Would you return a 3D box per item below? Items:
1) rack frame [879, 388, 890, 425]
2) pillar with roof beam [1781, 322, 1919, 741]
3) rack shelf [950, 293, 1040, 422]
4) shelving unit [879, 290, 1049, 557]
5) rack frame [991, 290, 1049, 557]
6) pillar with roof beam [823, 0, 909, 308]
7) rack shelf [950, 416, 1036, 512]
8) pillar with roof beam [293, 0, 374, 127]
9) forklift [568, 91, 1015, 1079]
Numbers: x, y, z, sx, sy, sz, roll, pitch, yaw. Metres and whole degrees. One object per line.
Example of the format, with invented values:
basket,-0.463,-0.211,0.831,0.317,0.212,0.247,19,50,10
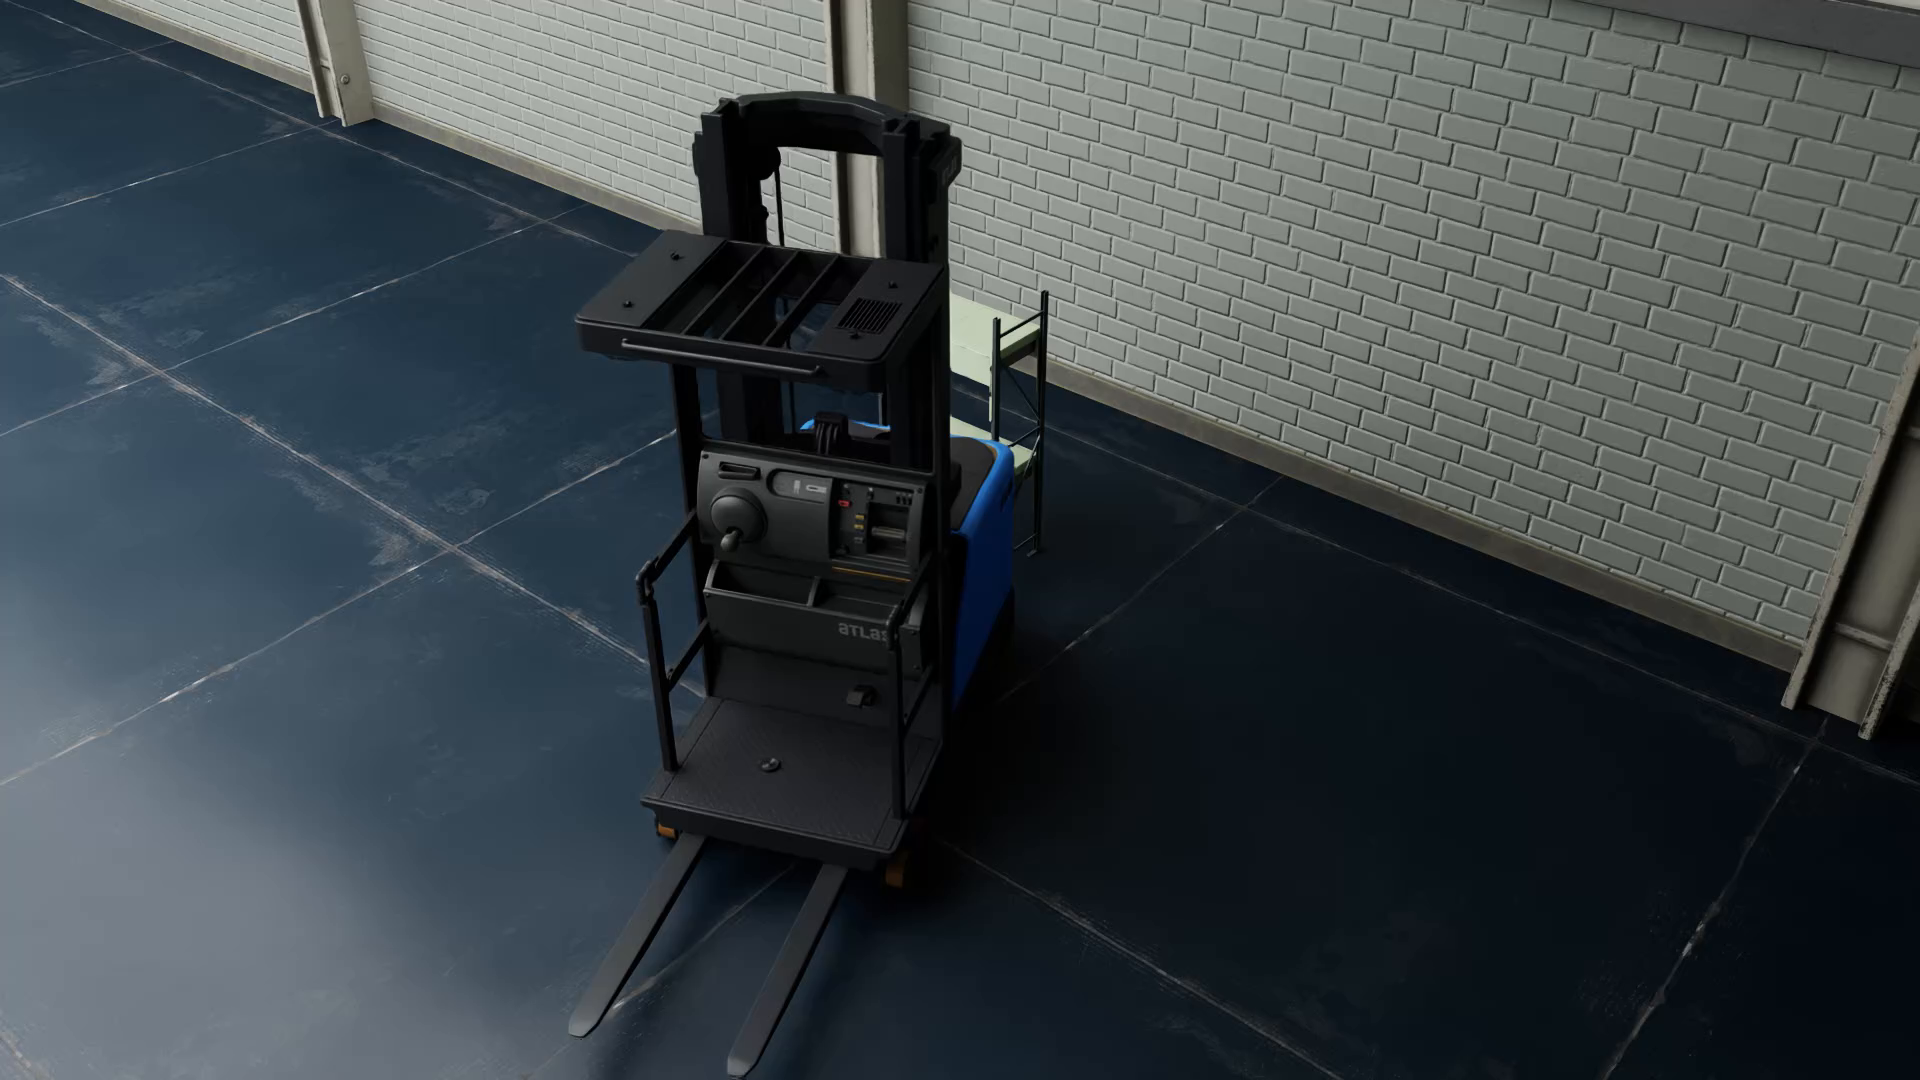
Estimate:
rack frame,-0.276,-0.748,8.597,0.023,1.500,0.400,25,42,32
pillar with roof beam,1.305,-1.066,2.436,0.400,9.000,9.100,25,42,32
rack shelf,0.005,-0.938,8.183,0.720,0.370,0.431,25,42,32
shelving unit,0.005,-0.616,8.404,0.755,1.500,0.431,25,42,32
rack frame,0.286,-0.483,8.211,0.023,1.500,0.400,25,42,32
pillar with roof beam,-3.306,-3.240,5.600,0.400,9.000,9.100,25,42,32
rack shelf,0.005,-0.347,8.589,0.720,0.370,0.431,25,42,32
pillar with roof beam,-7.918,-5.413,8.765,0.400,9.000,9.100,25,42,32
forklift,-0.642,-0.043,6.306,1.130,2.935,3.031,9,36,13
